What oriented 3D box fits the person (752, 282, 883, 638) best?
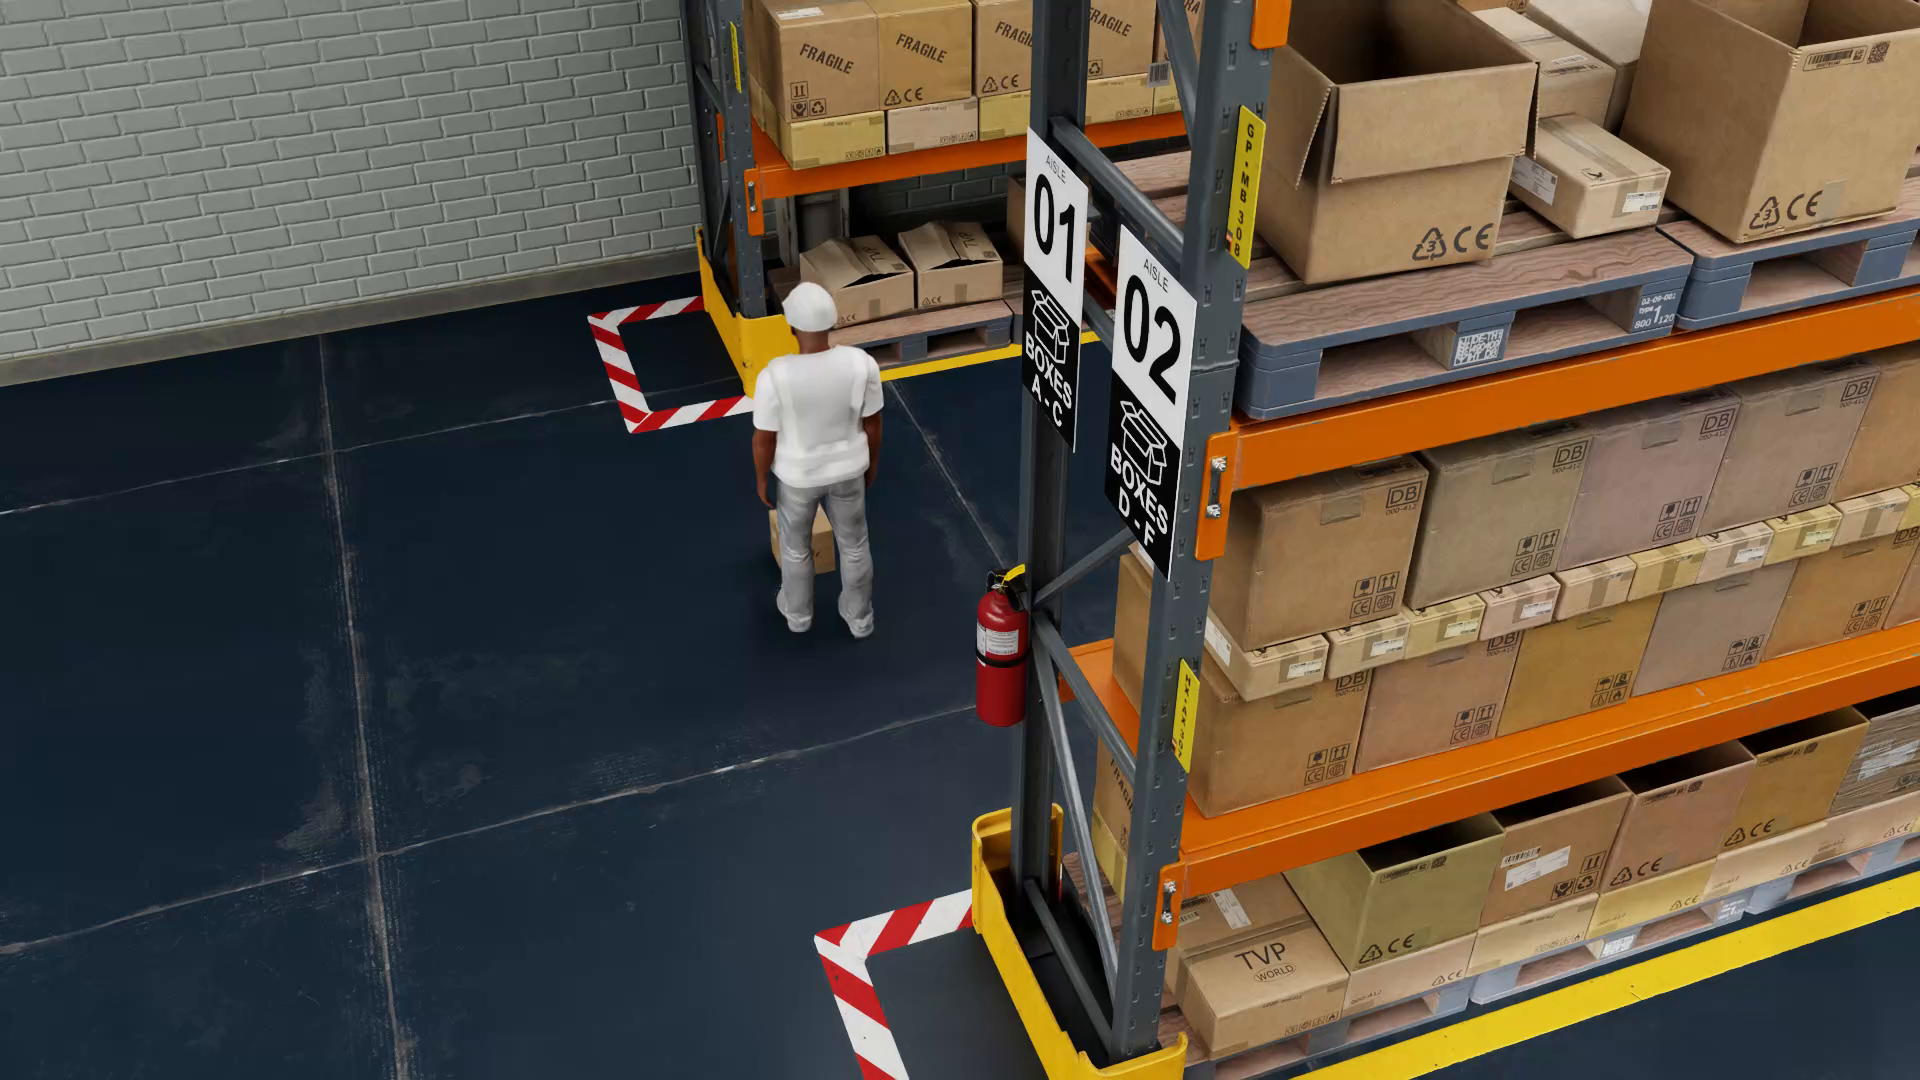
[{"bbox_3d":[-0.623,-0.339,7.208,0.566,1.768,0.460,-12,39,-15],"label":"person"}]
